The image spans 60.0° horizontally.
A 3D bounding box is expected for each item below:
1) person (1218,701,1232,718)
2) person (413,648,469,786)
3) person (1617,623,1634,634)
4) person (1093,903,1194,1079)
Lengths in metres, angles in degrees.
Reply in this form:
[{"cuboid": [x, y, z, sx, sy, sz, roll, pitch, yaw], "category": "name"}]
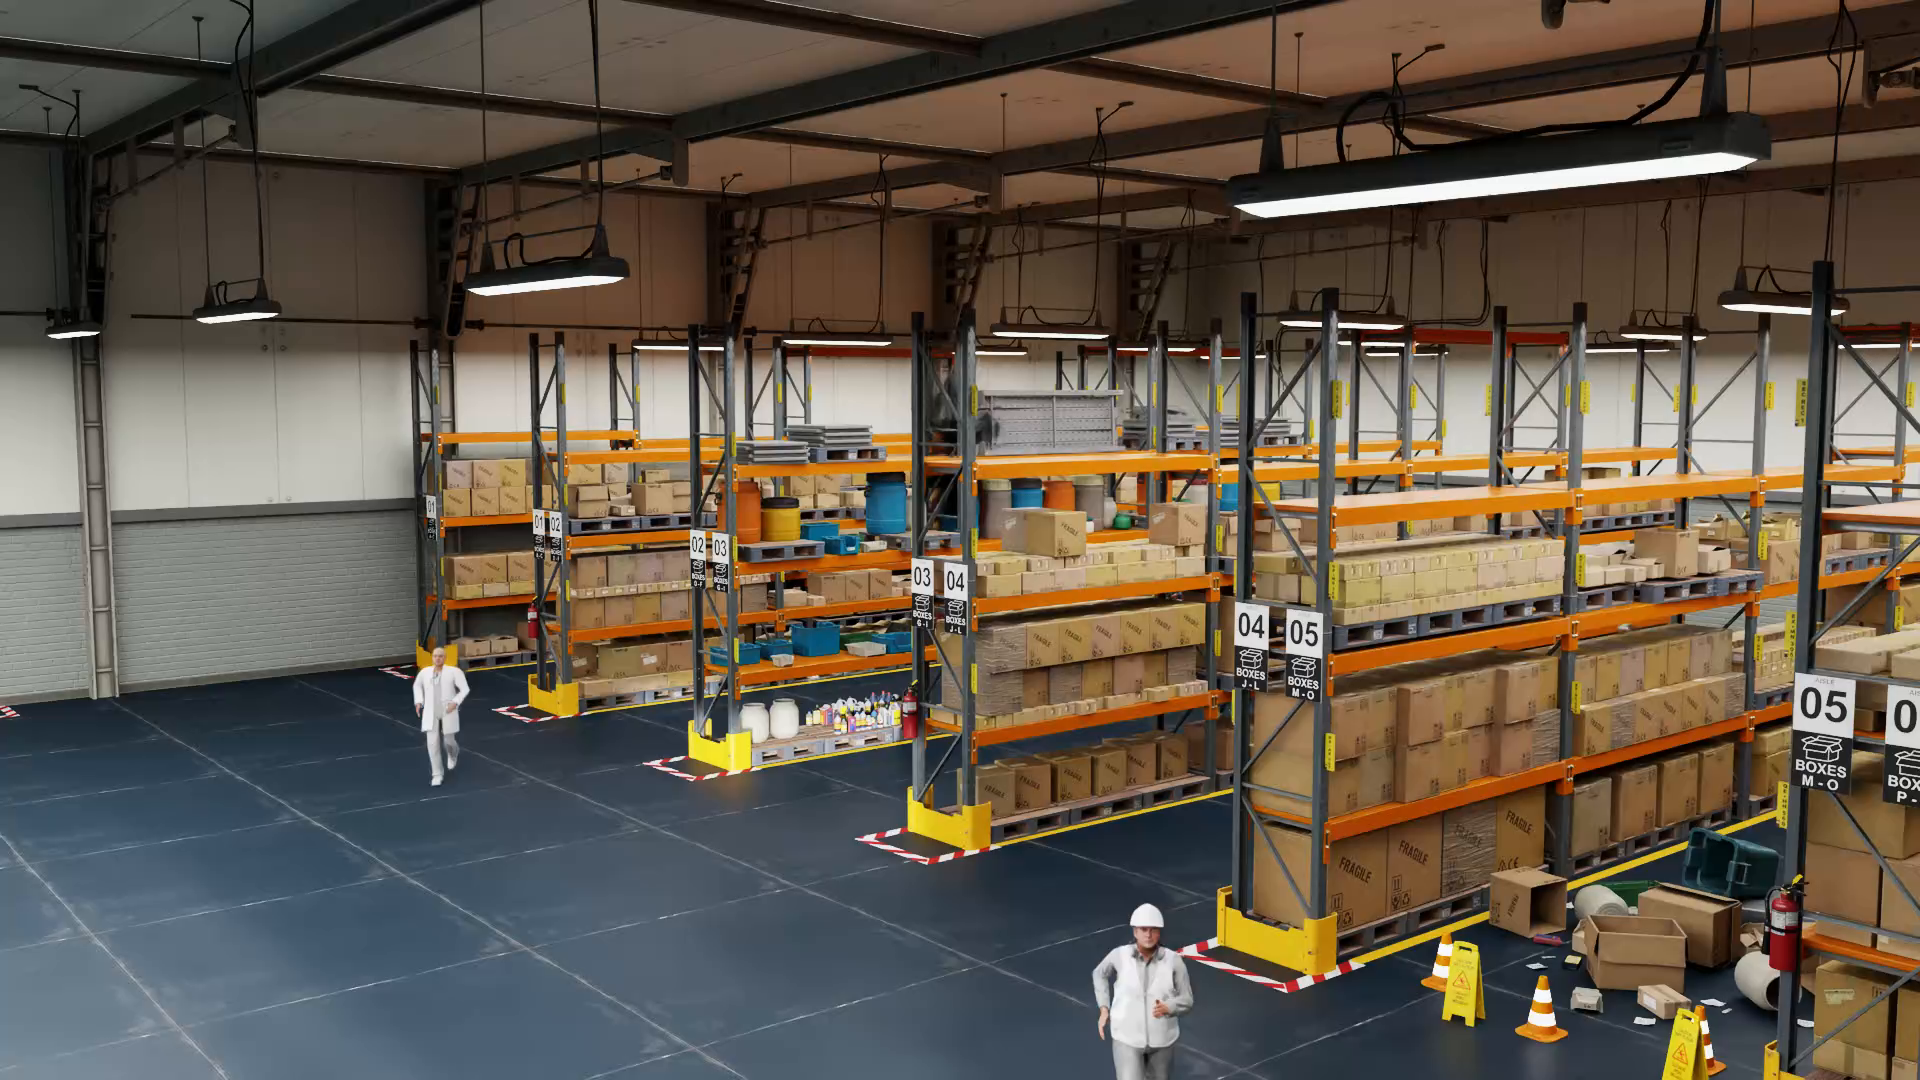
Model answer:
[{"cuboid": [3.913, 1.817, 24.388, 0.789, 1.613, 0.559, -5, 7, -43], "category": "person"}, {"cuboid": [-6.796, 2.273, 21.755, 0.742, 1.751, 0.905, -1, 5, -6], "category": "person"}, {"cuboid": [9.879, 2.023, 24.886, 0.543, 1.650, 0.723, 5, 7, 43], "category": "person"}, {"cuboid": [1.202, 3.285, 10.866, 0.624, 1.831, 0.752, 0, 5, -2], "category": "person"}]
